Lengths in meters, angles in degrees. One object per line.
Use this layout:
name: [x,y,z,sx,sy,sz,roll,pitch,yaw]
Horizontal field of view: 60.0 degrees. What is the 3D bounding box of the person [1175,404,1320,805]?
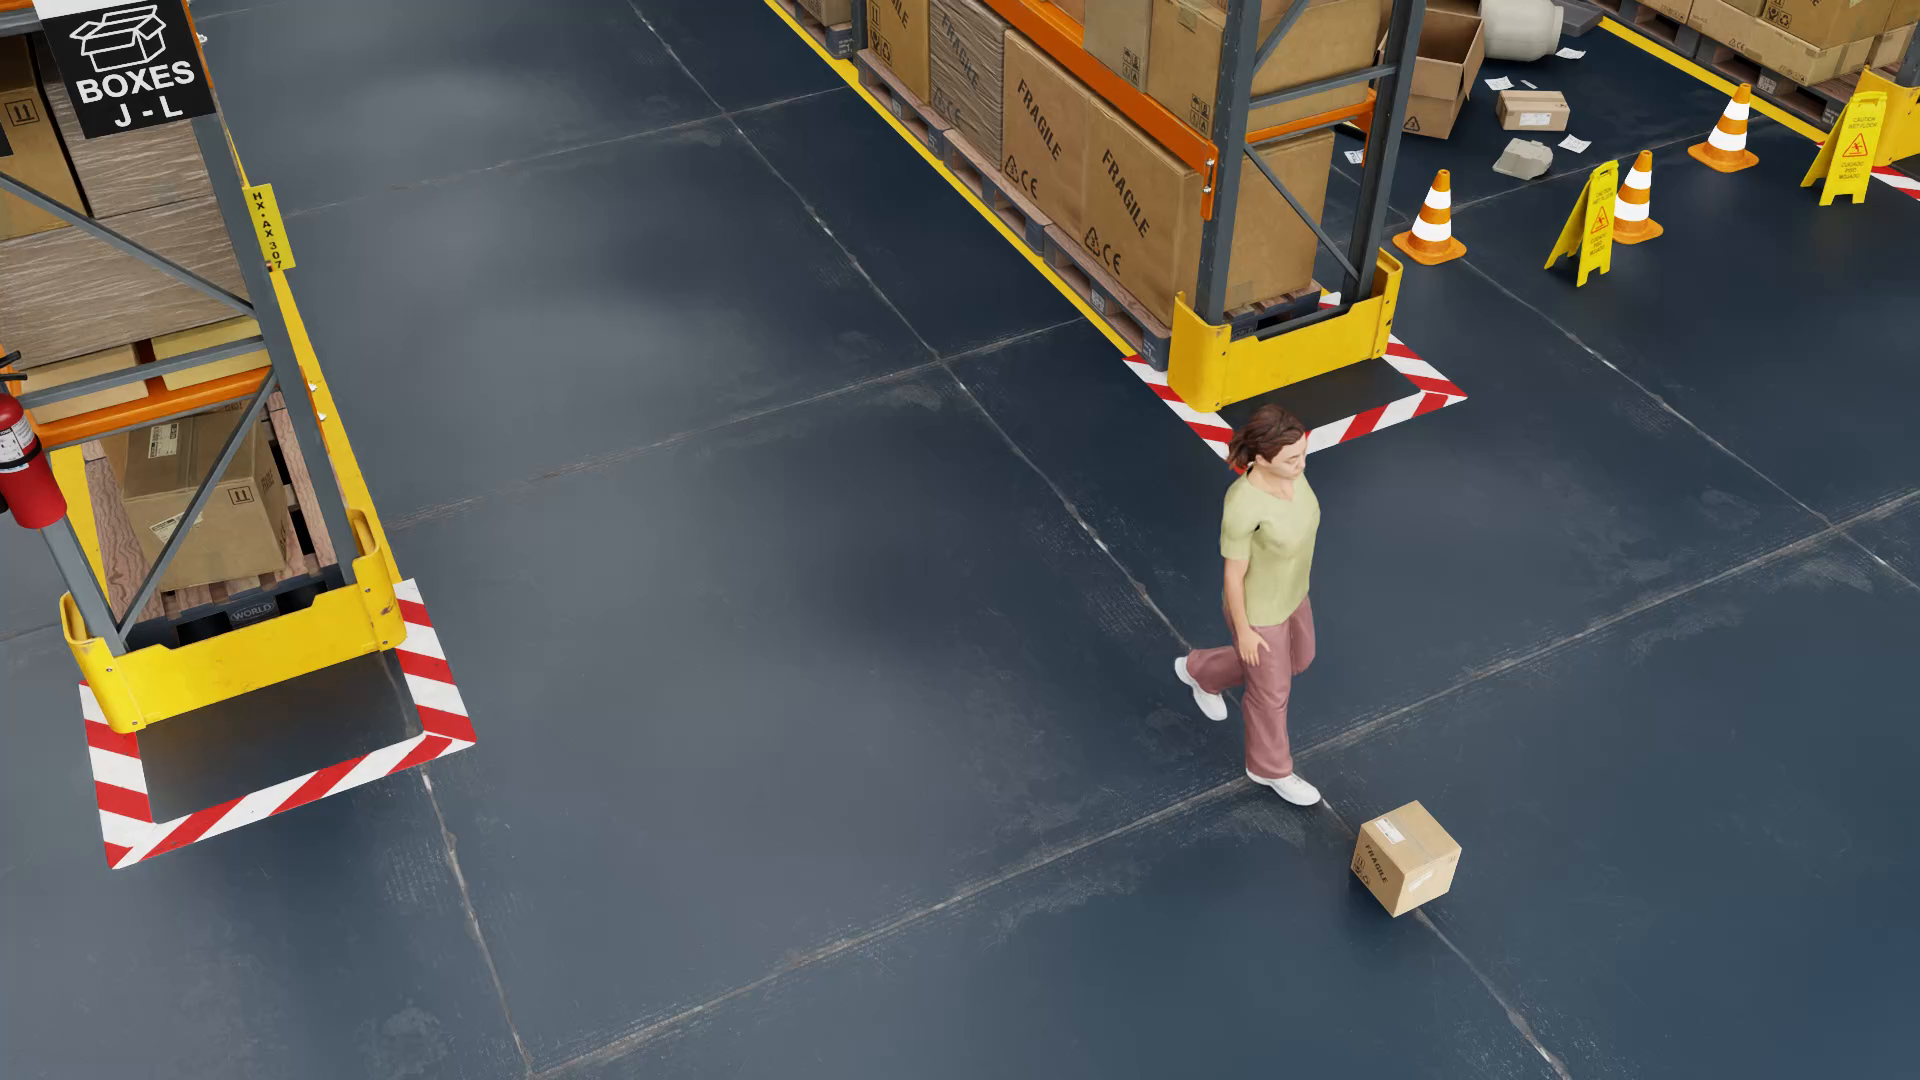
person: [1.092,0.211,5.907,0.710,1.658,0.464,24,47,25]
